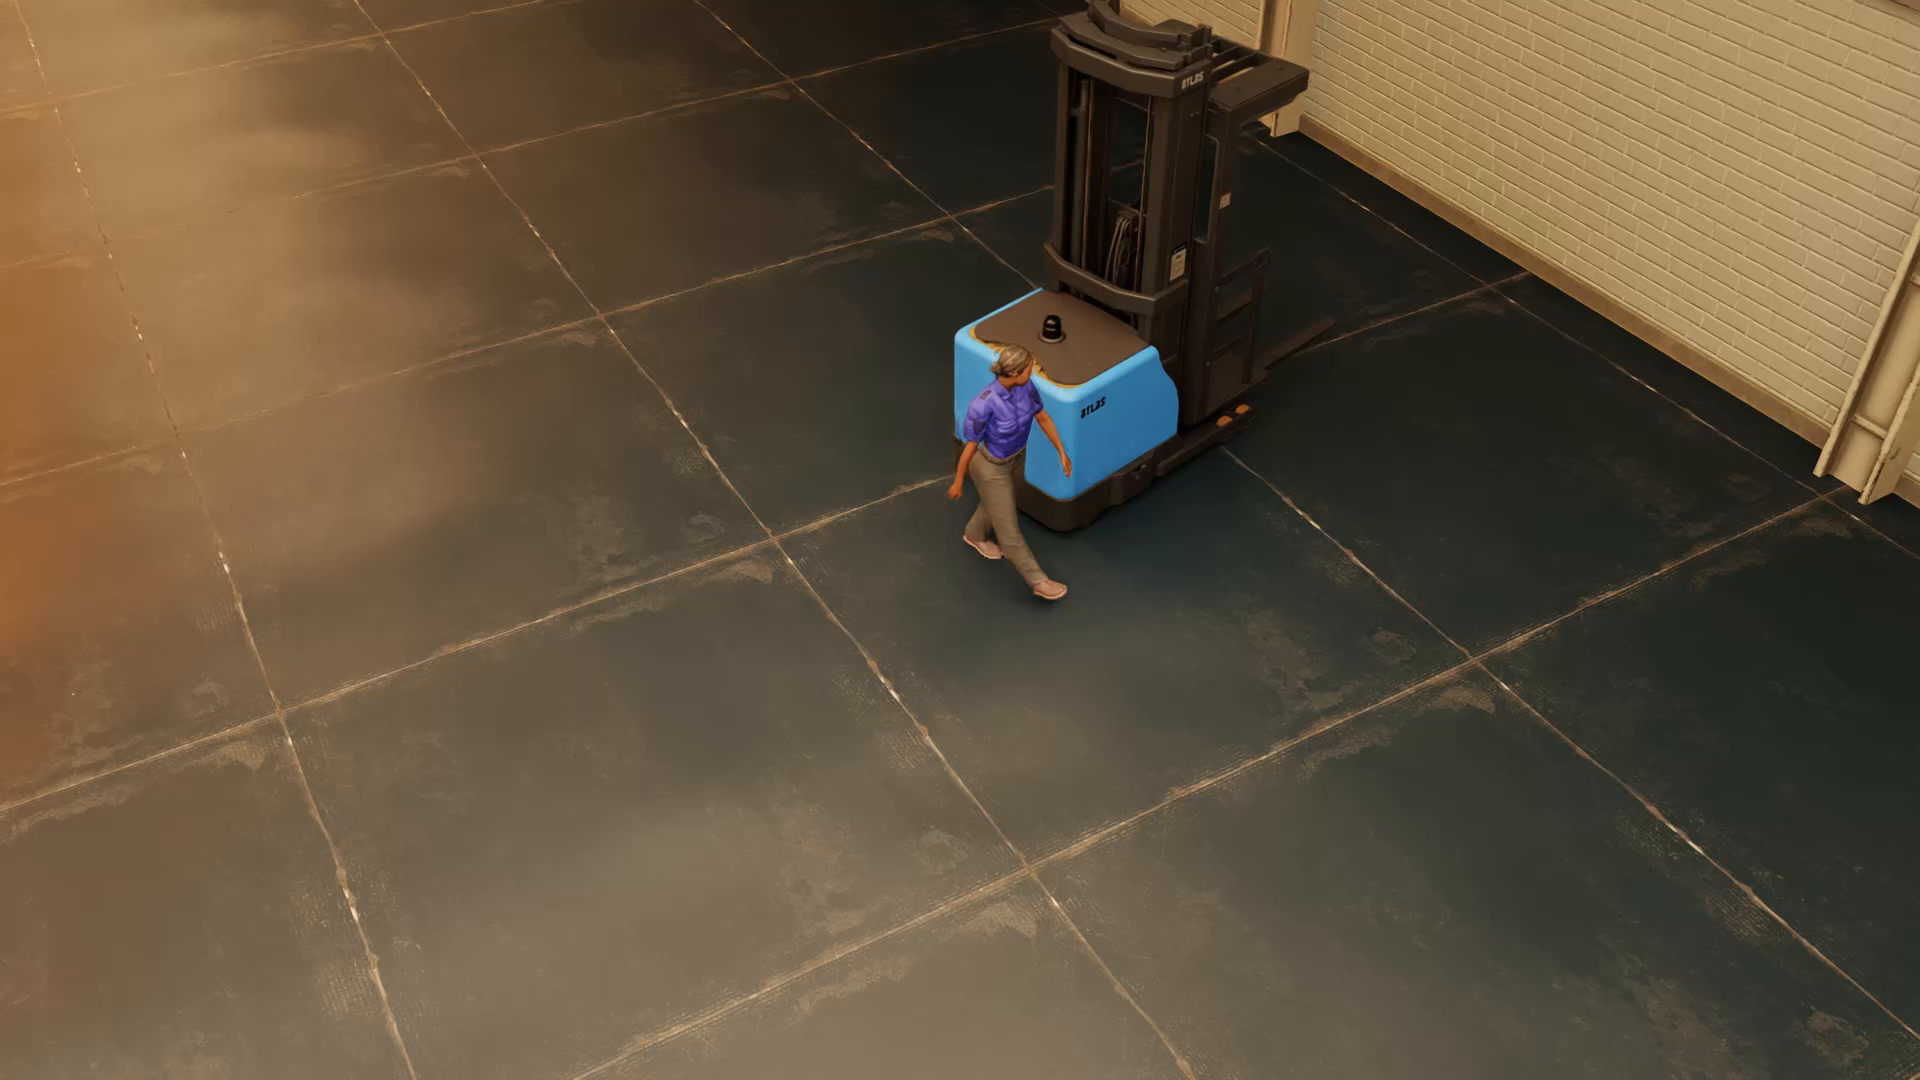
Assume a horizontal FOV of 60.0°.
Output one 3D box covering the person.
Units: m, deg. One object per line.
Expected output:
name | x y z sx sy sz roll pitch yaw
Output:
person | 0.305 -0.381 9.541 0.906 1.607 0.620 27 47 29

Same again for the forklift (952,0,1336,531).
forklift | 1.363 -2.007 10.456 3.031 2.935 1.130 -31 49 -32
